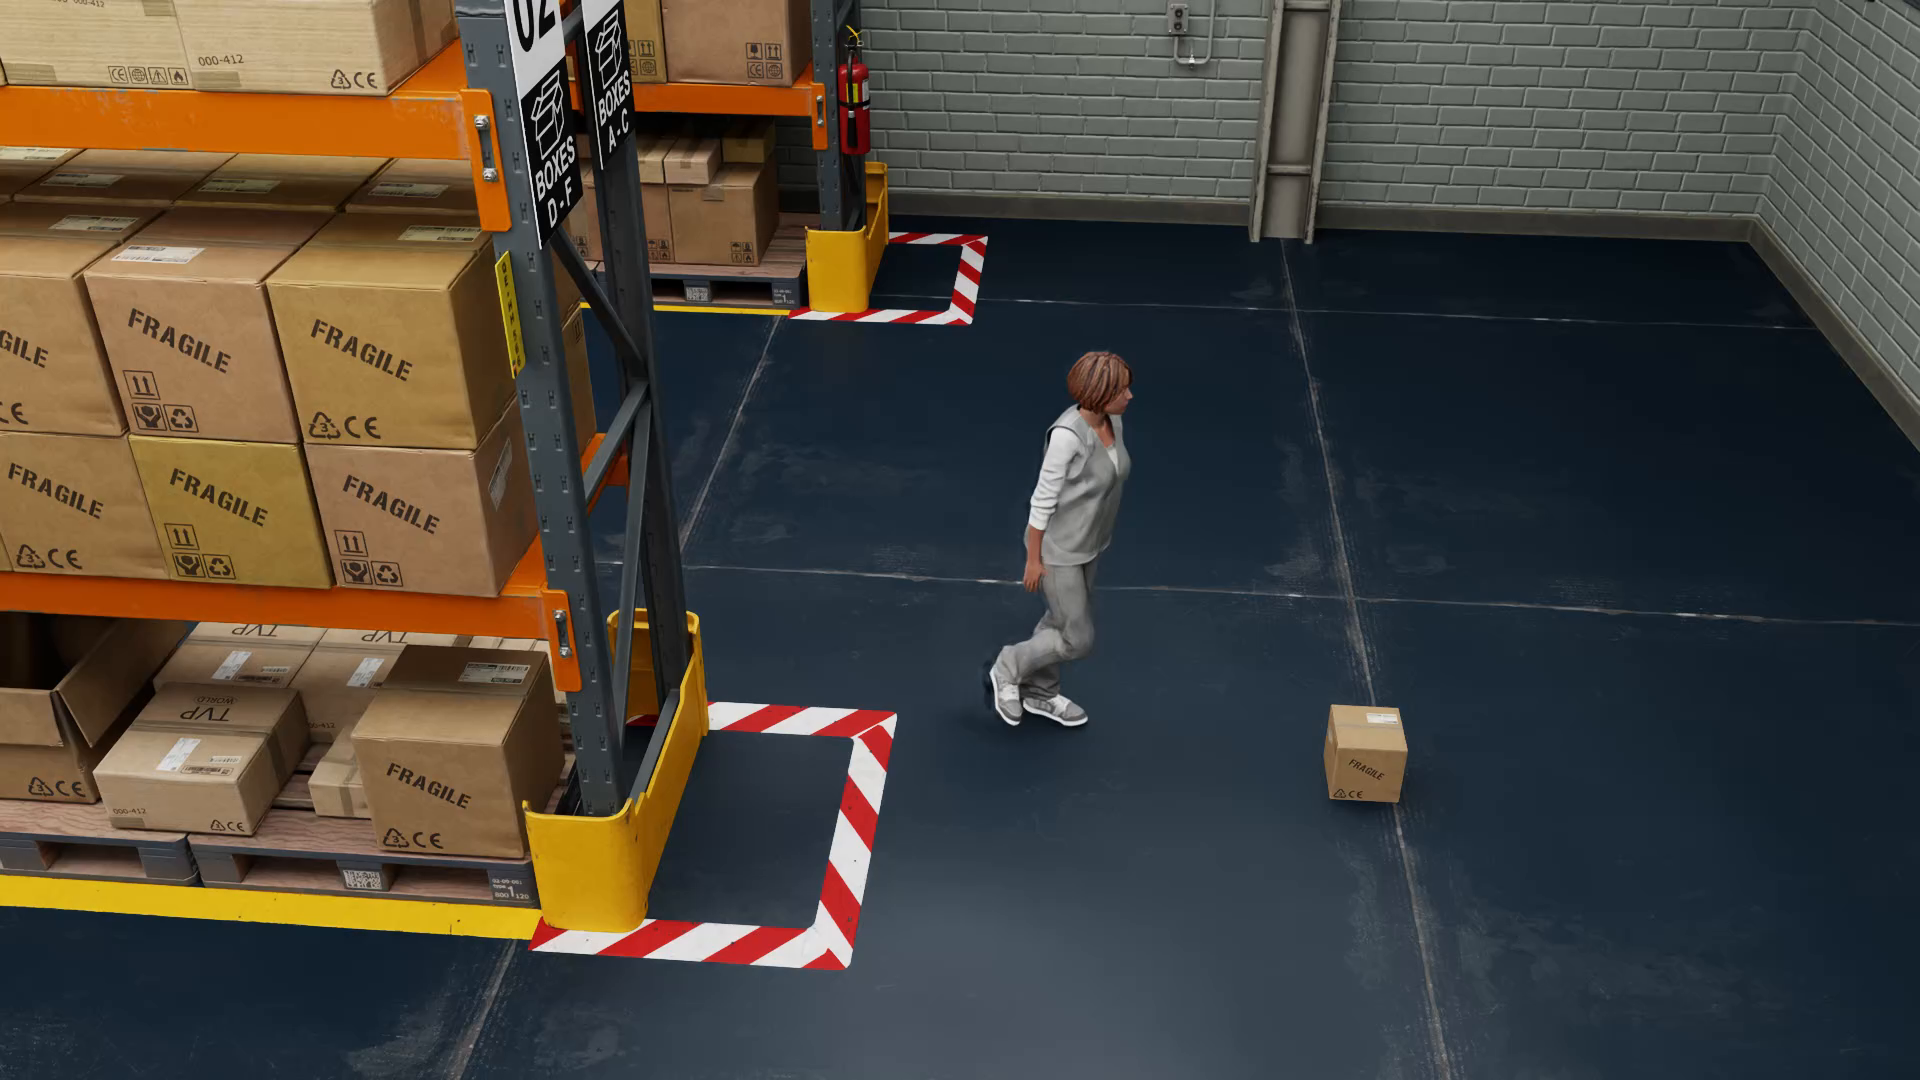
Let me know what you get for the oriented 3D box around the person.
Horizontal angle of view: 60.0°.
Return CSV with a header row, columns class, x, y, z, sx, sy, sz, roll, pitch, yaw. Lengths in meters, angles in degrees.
class,x,y,z,sx,sy,sz,roll,pitch,yaw
person,0.362,0.019,6.102,0.458,1.590,0.467,17,36,25
